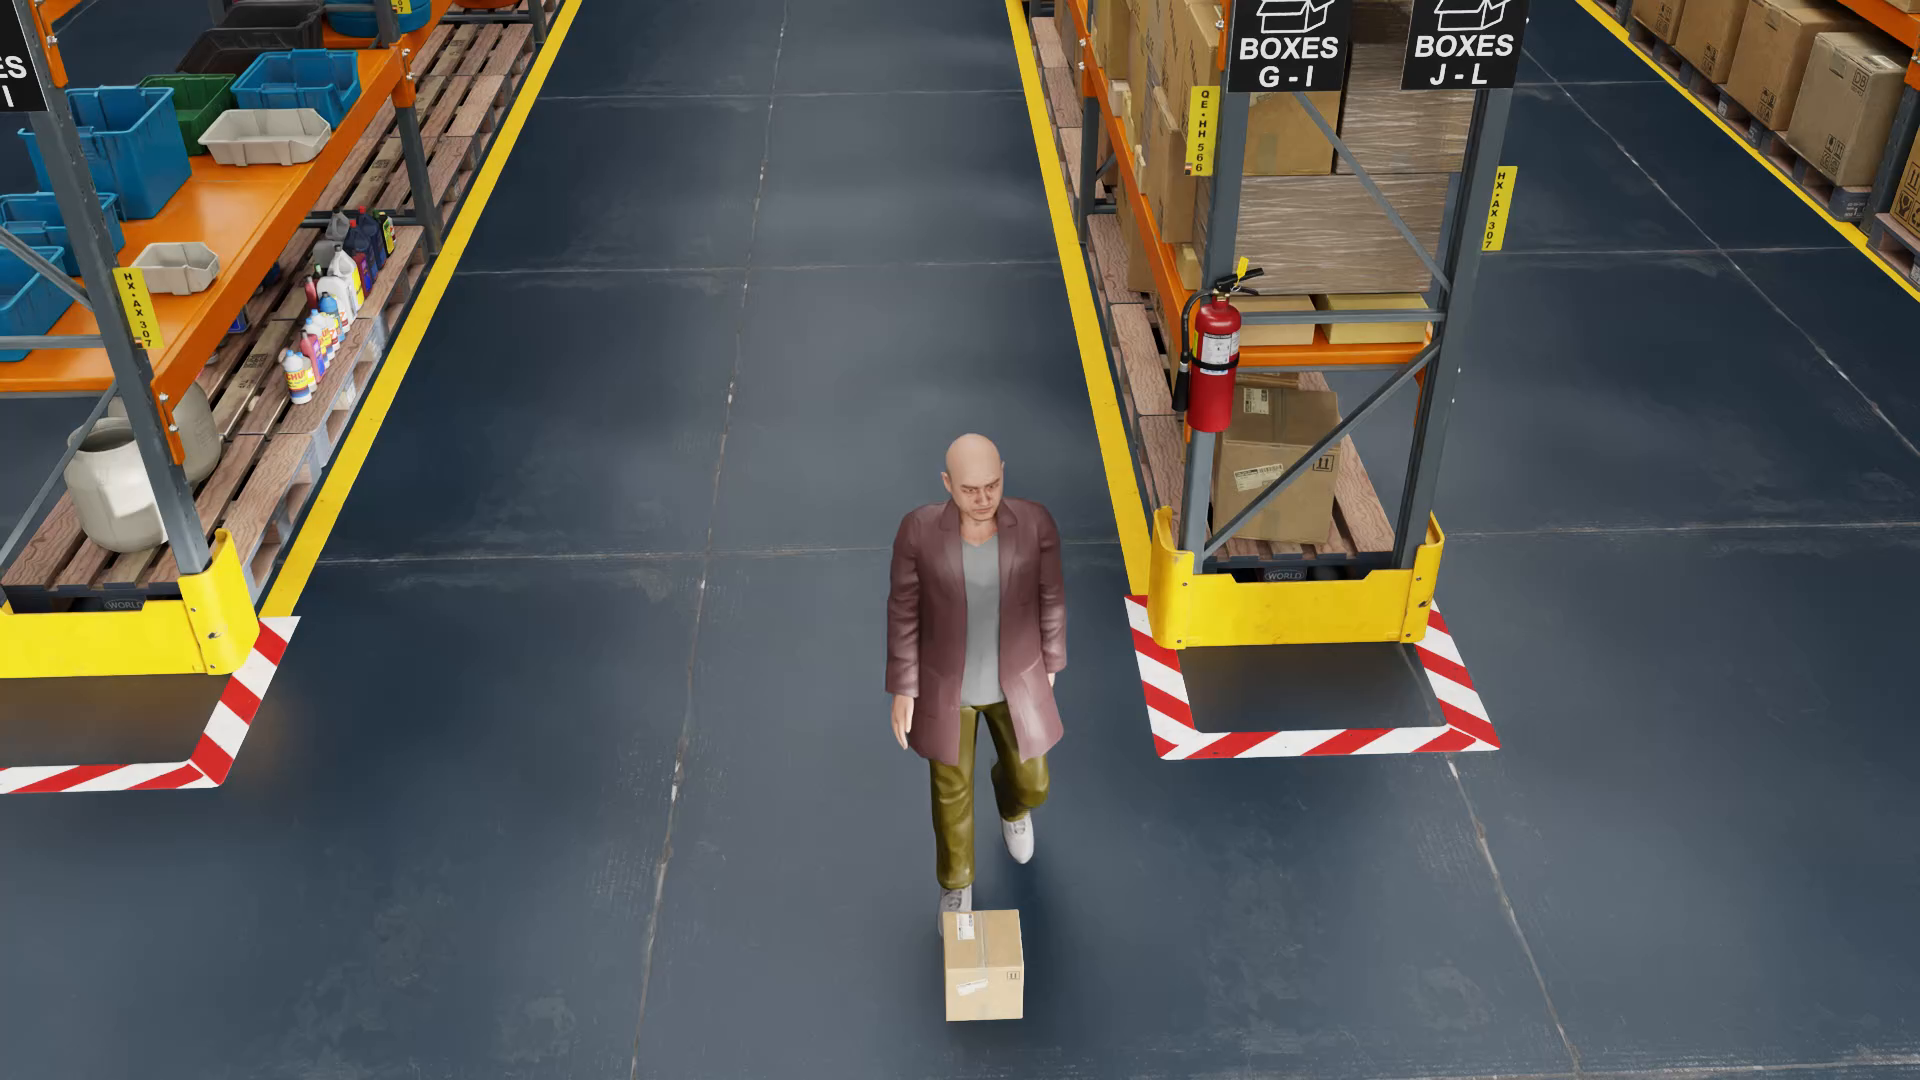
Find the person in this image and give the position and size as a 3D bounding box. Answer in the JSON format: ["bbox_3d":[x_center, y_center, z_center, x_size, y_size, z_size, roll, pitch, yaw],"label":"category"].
[{"bbox_3d":[0.055,0.489,5.431,0.600,1.786,0.637,-1,35,-2],"label":"person"}]
